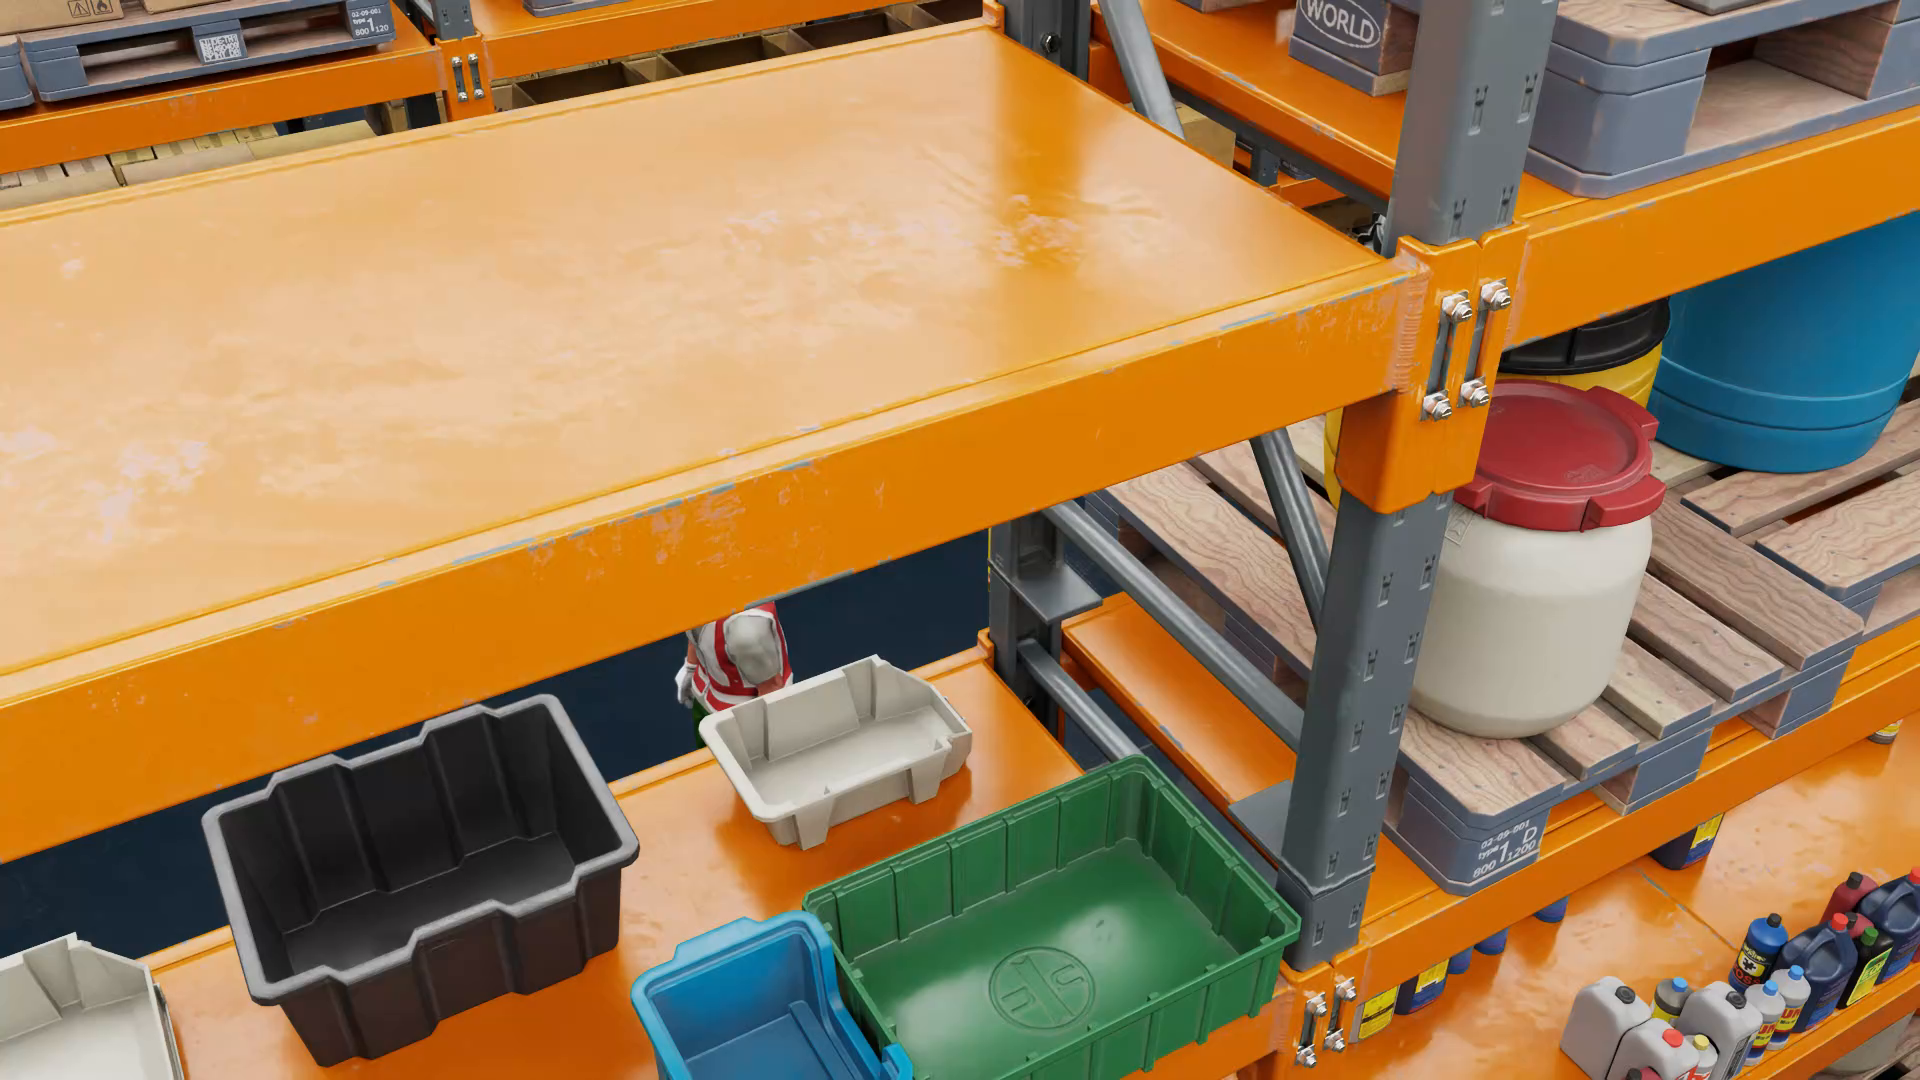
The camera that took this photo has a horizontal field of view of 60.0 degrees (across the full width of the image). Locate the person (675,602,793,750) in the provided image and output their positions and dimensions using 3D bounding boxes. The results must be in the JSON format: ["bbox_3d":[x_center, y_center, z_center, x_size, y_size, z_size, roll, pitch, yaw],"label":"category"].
[{"bbox_3d":[-0.849,0.621,6.076,0.449,1.779,0.619,-21,42,-26],"label":"person"}]
